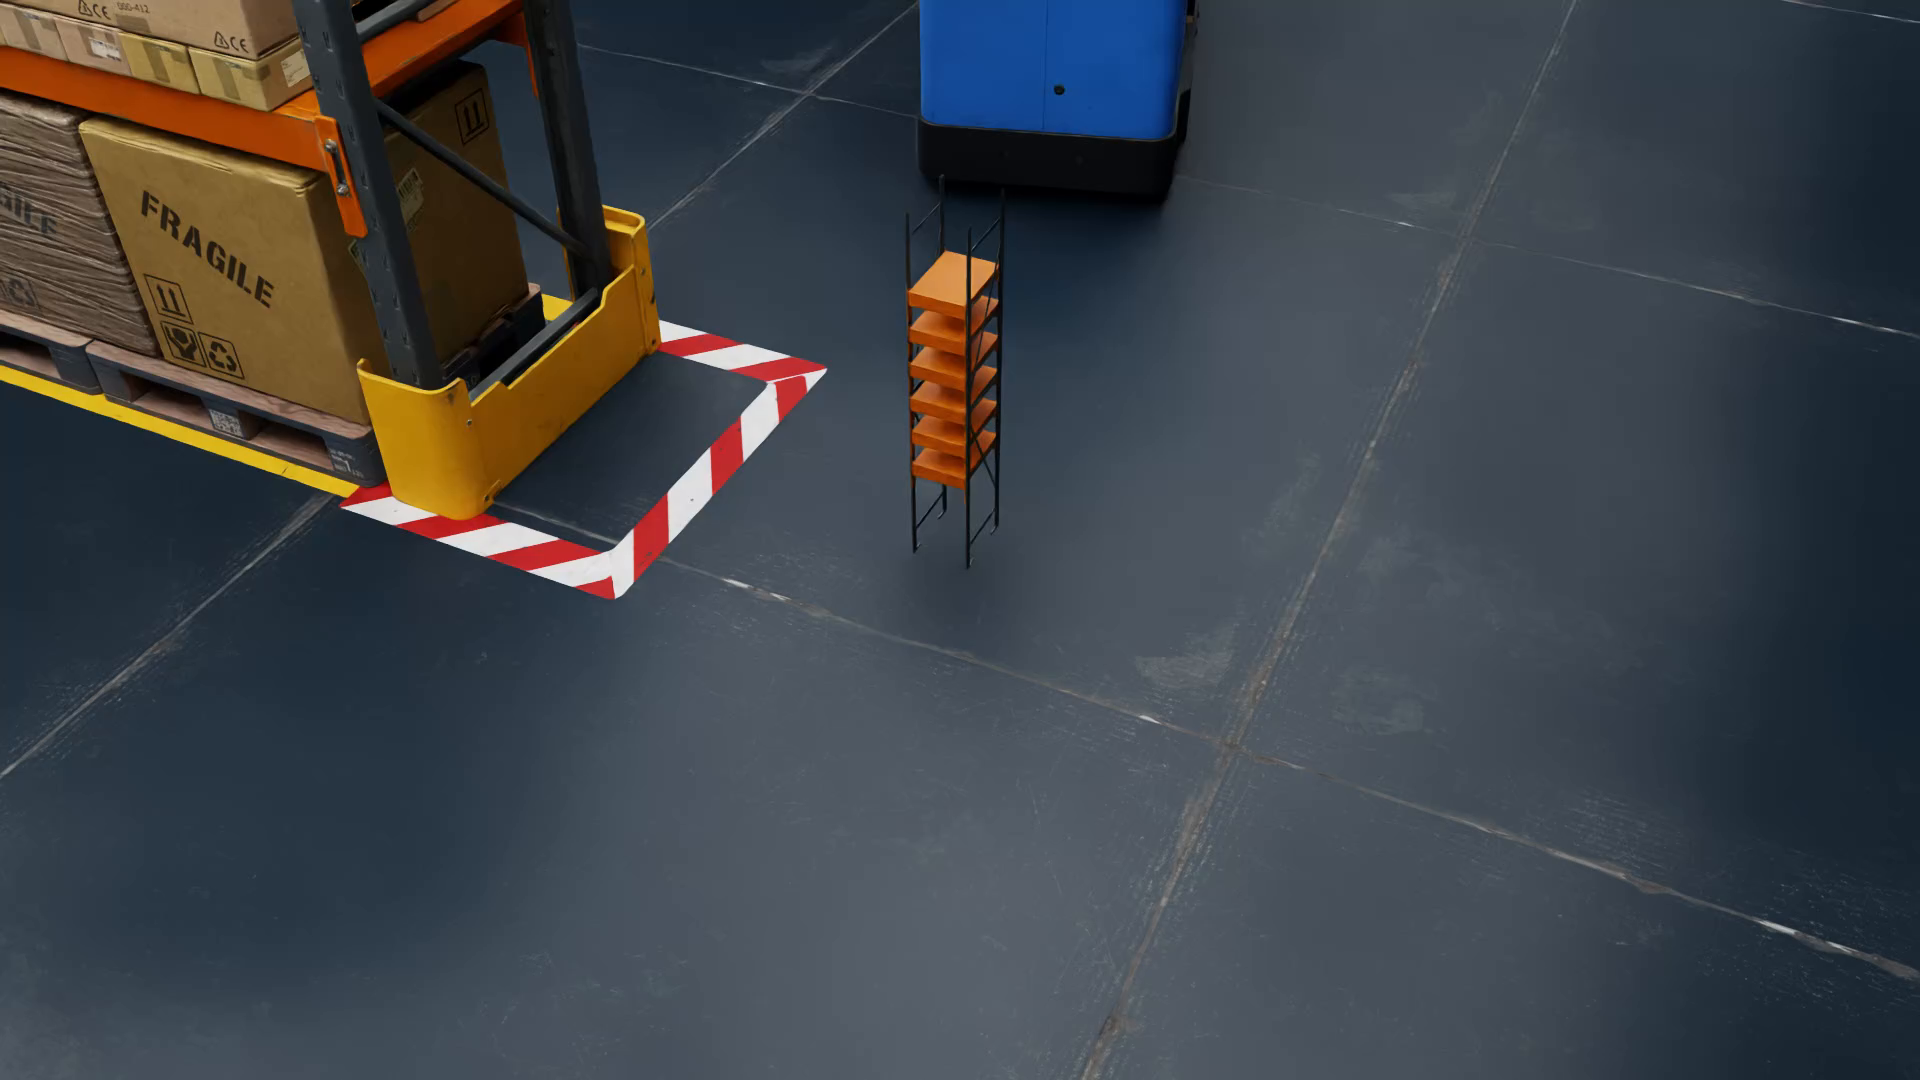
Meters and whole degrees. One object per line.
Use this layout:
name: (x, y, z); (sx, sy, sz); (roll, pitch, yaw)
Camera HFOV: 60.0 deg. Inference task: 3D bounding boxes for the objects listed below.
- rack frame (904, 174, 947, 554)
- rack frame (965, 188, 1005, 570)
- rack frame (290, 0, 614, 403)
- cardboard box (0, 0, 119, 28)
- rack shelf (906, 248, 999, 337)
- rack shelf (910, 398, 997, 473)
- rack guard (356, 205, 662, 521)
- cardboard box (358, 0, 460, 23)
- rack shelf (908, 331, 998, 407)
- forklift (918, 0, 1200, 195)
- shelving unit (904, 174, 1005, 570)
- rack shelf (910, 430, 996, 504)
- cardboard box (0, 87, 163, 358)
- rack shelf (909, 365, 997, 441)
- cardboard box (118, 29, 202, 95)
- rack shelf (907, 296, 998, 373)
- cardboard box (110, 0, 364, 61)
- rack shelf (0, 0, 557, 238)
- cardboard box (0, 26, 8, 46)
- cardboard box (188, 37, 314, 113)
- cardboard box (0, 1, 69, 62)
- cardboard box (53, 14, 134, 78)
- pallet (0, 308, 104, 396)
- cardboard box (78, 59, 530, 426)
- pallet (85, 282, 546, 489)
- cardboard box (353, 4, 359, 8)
rack frame: (-0.096, -0.483, 4.891); (0.006, 1.200, 0.240); (17, 44, 19)
rack frame: (0.070, -0.432, 4.832); (0.006, 1.200, 0.240); (17, 44, 19)
rack frame: (-1.494, -1.582, 4.785); (0.127, 3.000, 1.000); (17, 44, 19)
cardboard box: (-2.505, -1.756, 4.873); (0.500, 0.250, 0.500); (16, 43, 18)
rack shelf: (-0.013, -0.696, 4.655); (0.180, 0.103, 0.258); (17, 44, 19)
rack shelf: (-0.013, -0.333, 4.969); (0.180, 0.103, 0.258); (17, 44, 19)
rack guard: (-1.472, -0.631, 5.596); (0.348, 0.500, 1.175); (17, 44, 19)
cardboard box: (-1.676, -1.782, 5.207); (0.250, 0.149, 0.380); (17, 44, 19)
rack shelf: (-0.013, -0.514, 4.812); (0.180, 0.103, 0.258); (17, 44, 19)
forklift: (0.565, -3.478, 7.024); (1.130, 2.935, 3.031); (6, 41, 7)
shelving unit: (-0.013, -0.457, 4.862); (0.189, 1.200, 0.258); (17, 44, 19)
rack shelf: (-0.013, -0.242, 5.048); (0.180, 0.103, 0.258); (17, 44, 19)
cardboard box: (-2.933, -1.320, 5.784); (0.875, 0.875, 0.875); (17, 44, 19)
rack shelf: (-0.013, -0.424, 4.891); (0.180, 0.103, 0.258); (17, 44, 19)
cardboard box: (-2.192, -1.462, 4.838); (0.250, 0.149, 0.380); (17, 44, 19)
rack shelf: (-0.013, -0.605, 4.734); (0.180, 0.103, 0.258); (17, 44, 19)
cardboard box: (-2.045, -1.615, 4.710); (0.500, 0.250, 0.500); (16, 44, 18)
rack shelf: (-3.307, -1.864, 5.660); (4.000, 0.370, 1.077); (17, 44, 19)
cardboard box: (-2.882, -1.672, 5.081); (0.250, 0.149, 0.380); (16, 43, 18)
cardboard box: (-1.956, -1.391, 4.756); (0.250, 0.149, 0.380); (18, 44, 19)
cardboard box: (-2.646, -1.602, 5.000); (0.250, 0.149, 0.380); (18, 44, 19)
cardboard box: (-2.420, -1.532, 4.919); (0.250, 0.149, 0.380); (17, 44, 19)
pallet: (-3.353, -1.042, 6.291); (1.213, 0.211, 1.003); (17, 44, 19)
cardboard box: (-2.108, -1.068, 5.493); (0.875, 0.875, 0.875); (17, 44, 19)
pallet: (-2.252, -0.703, 5.901); (1.213, 0.211, 1.003); (17, 44, 19)
cardboard box: (-1.909, -1.852, 5.288); (0.250, 0.149, 0.380); (16, 44, 18)
